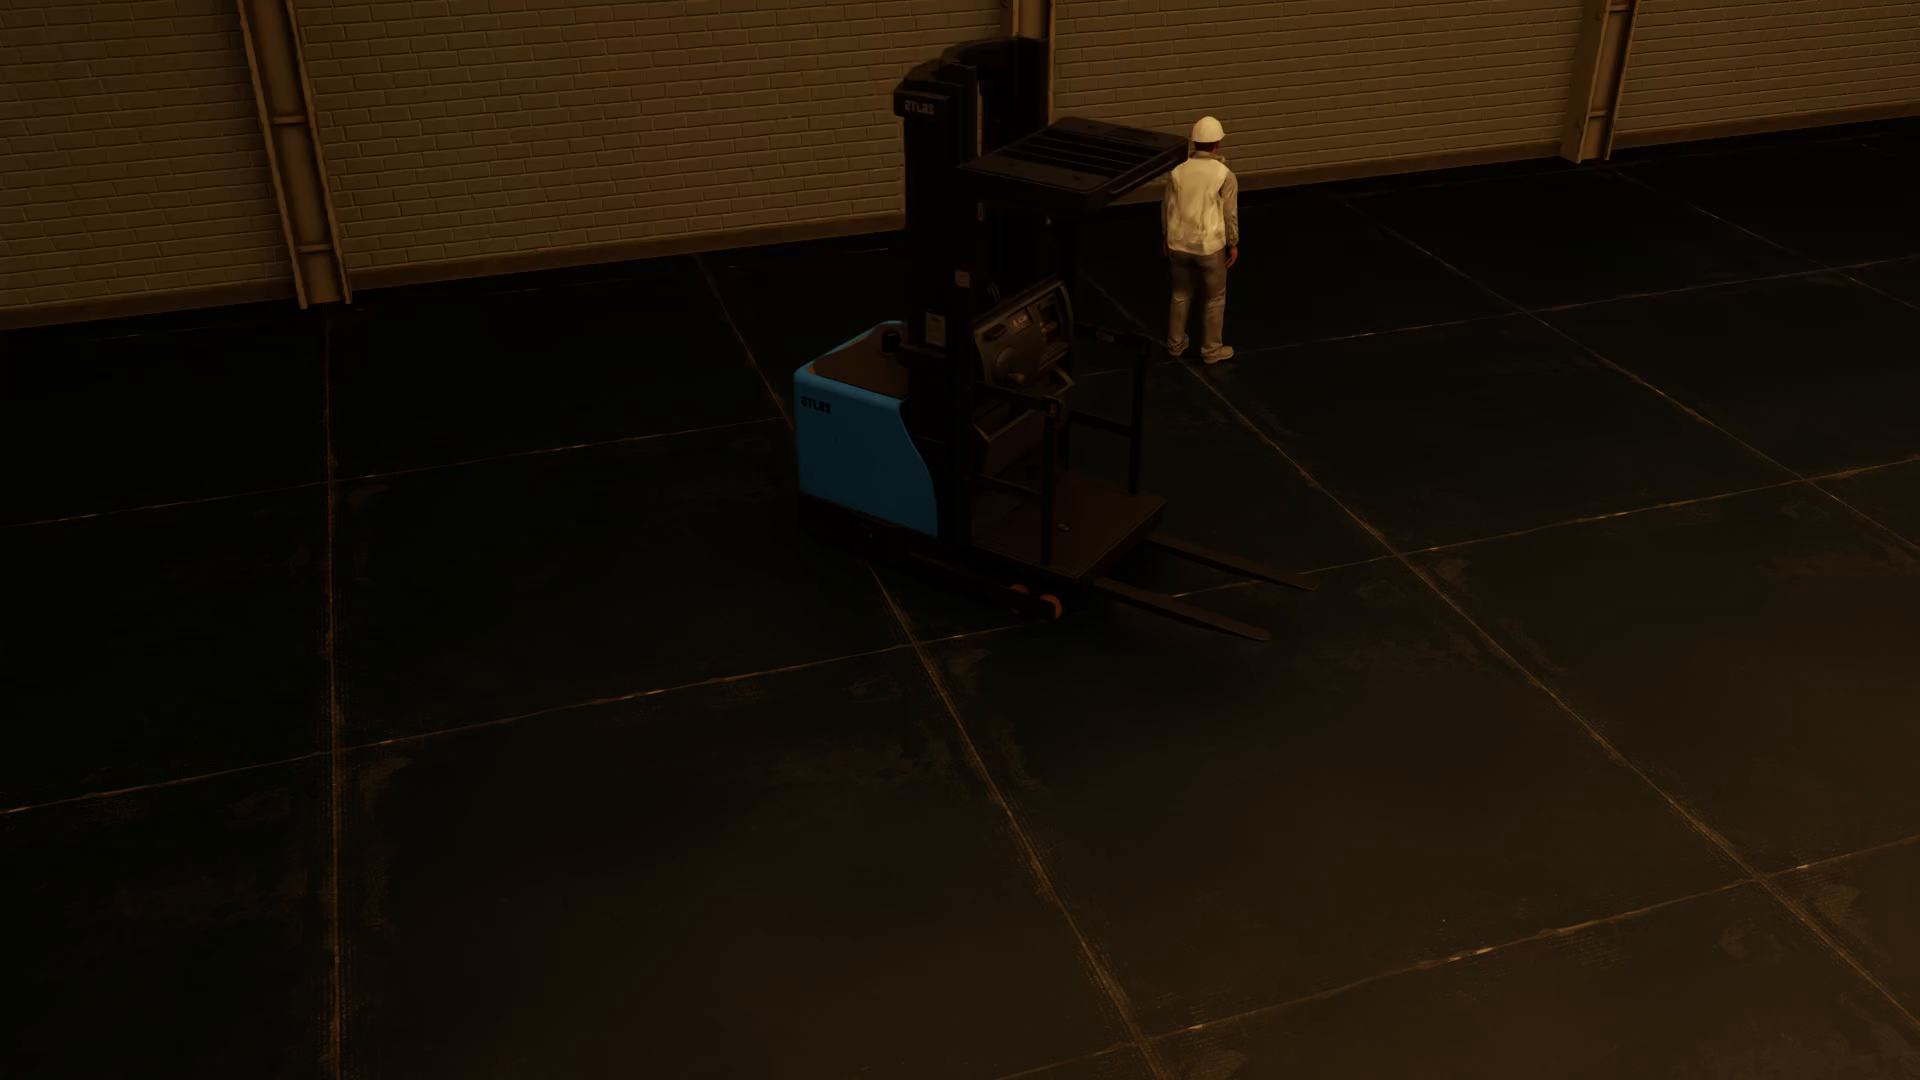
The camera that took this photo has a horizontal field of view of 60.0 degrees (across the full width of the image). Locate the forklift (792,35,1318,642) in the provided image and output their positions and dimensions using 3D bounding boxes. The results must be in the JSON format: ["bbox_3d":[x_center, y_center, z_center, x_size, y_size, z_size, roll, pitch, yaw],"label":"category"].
[{"bbox_3d":[0.526,-1.106,9.009,3.031,2.935,1.130,18,35,29],"label":"forklift"}]

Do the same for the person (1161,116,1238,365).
[{"bbox_3d":[1.727,-2.154,11.995,0.583,1.770,0.464,16,34,26],"label":"person"}]
